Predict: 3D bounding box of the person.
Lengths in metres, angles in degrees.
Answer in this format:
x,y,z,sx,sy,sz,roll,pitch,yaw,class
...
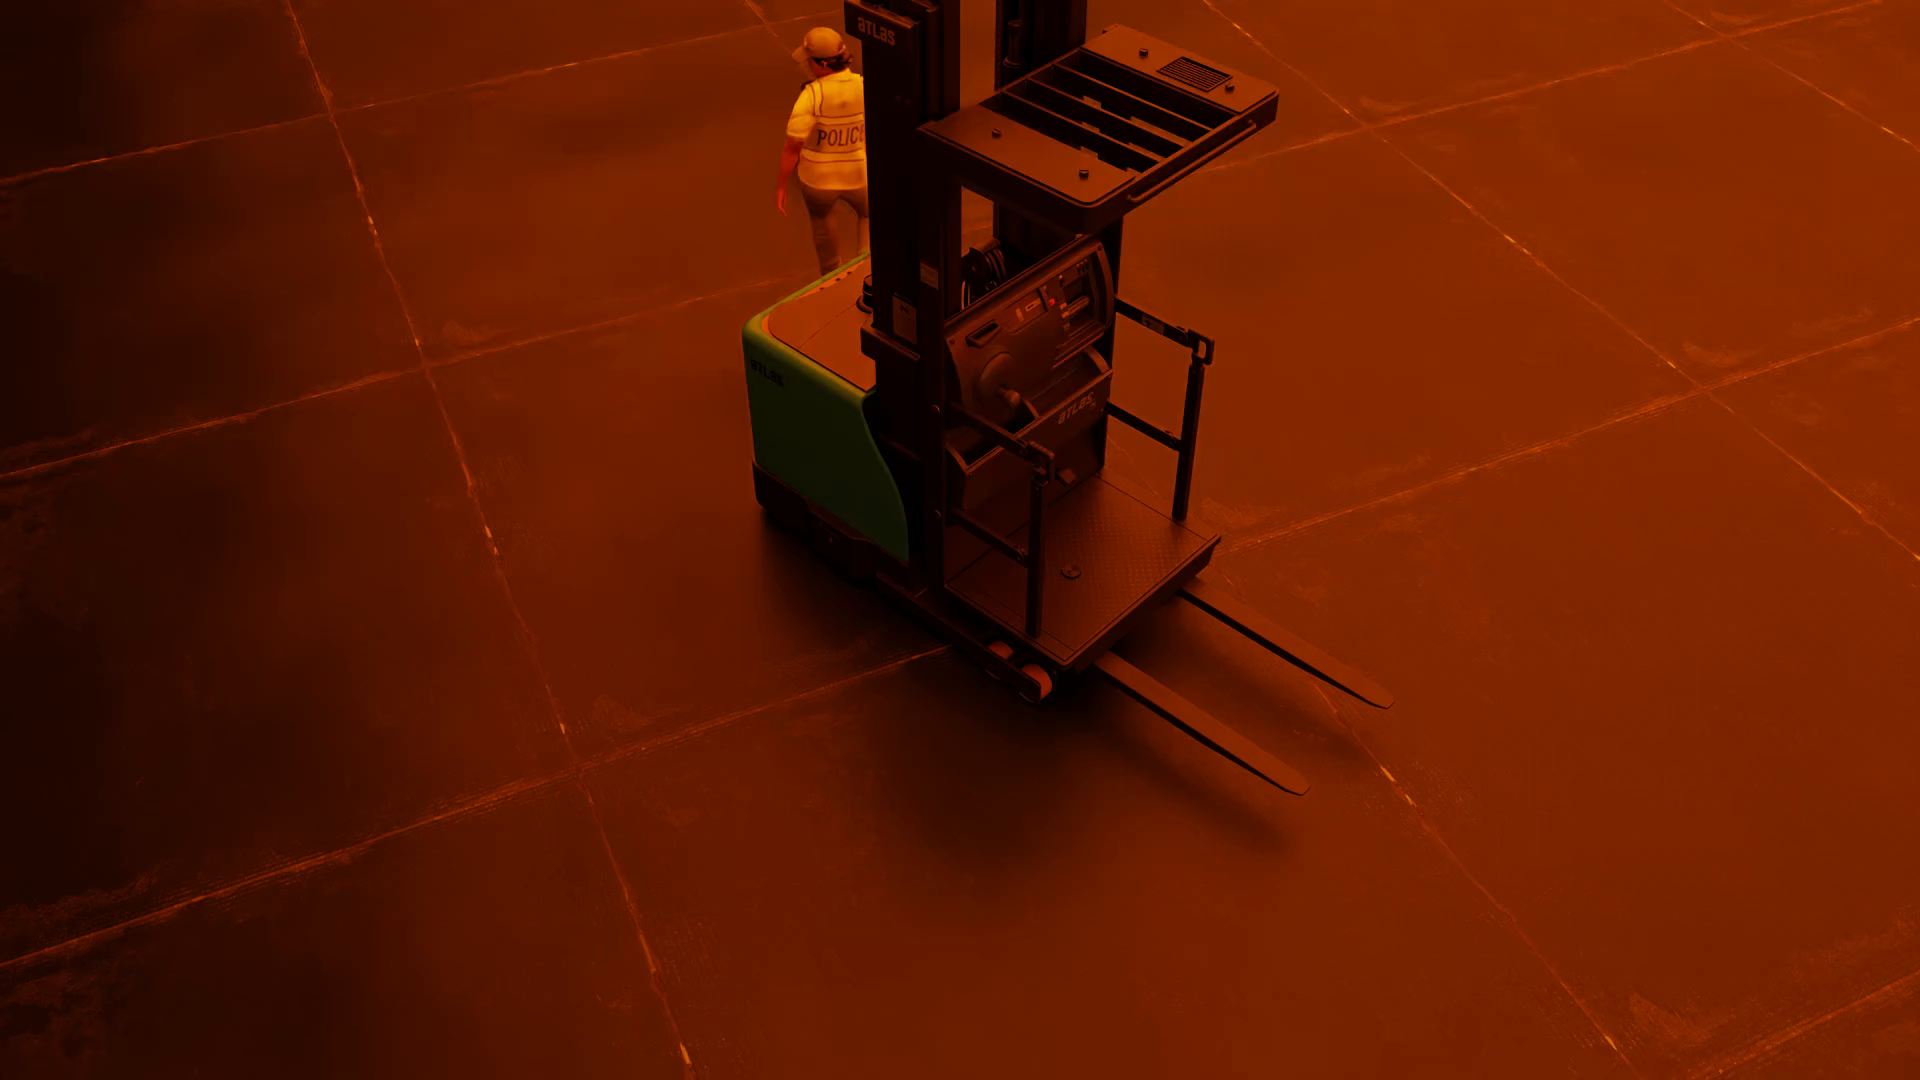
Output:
x,y,z,sx,sy,sz,roll,pitch,yaw,class
-0.668,-1.944,8.740,0.642,1.610,0.576,-5,43,-6,person

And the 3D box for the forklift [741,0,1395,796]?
x,y,z,sx,sy,sz,roll,pitch,yaw,class
0.445,-0.788,6.525,3.031,2.935,1.130,32,52,30,forklift
